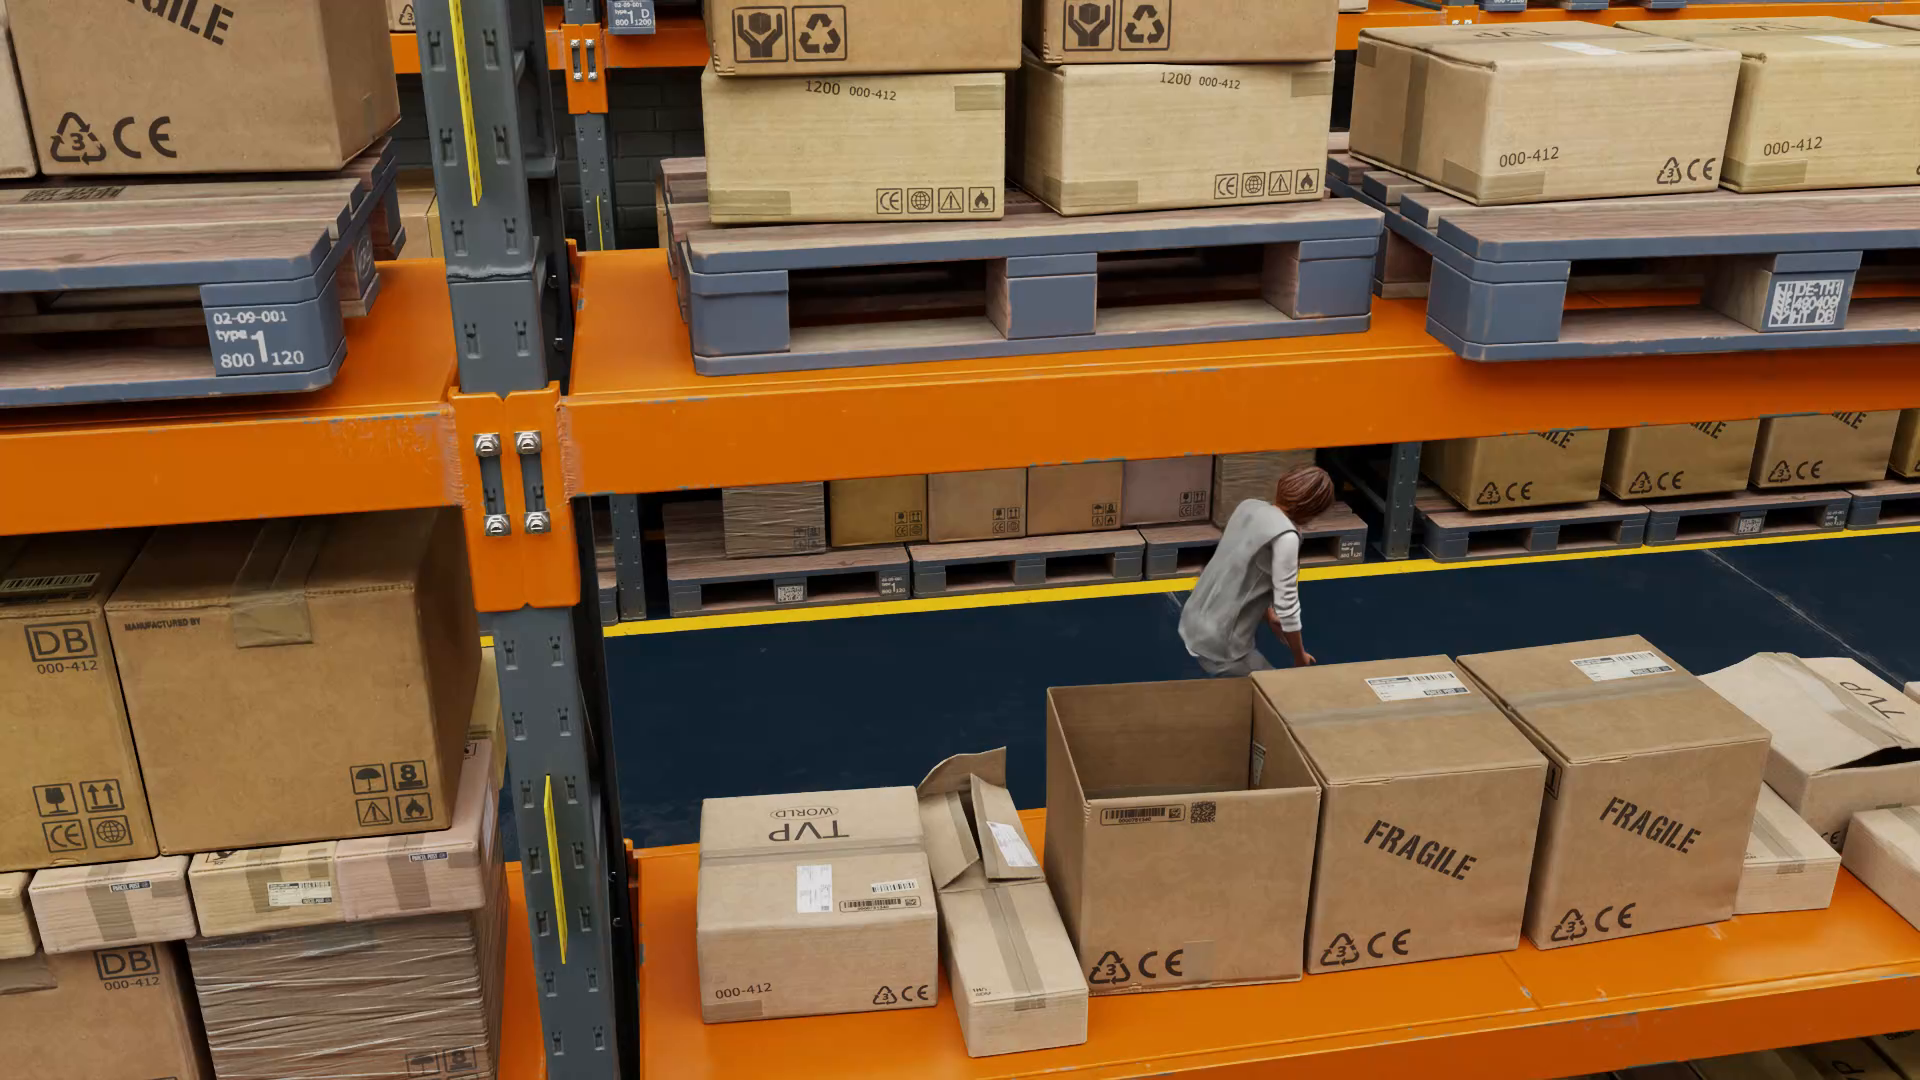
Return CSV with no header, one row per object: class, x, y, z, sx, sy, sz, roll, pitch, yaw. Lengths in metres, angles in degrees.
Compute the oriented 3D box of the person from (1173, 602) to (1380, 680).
person,1.256,0.634,6.616,0.856,0.832,0.423,-5,24,-12
